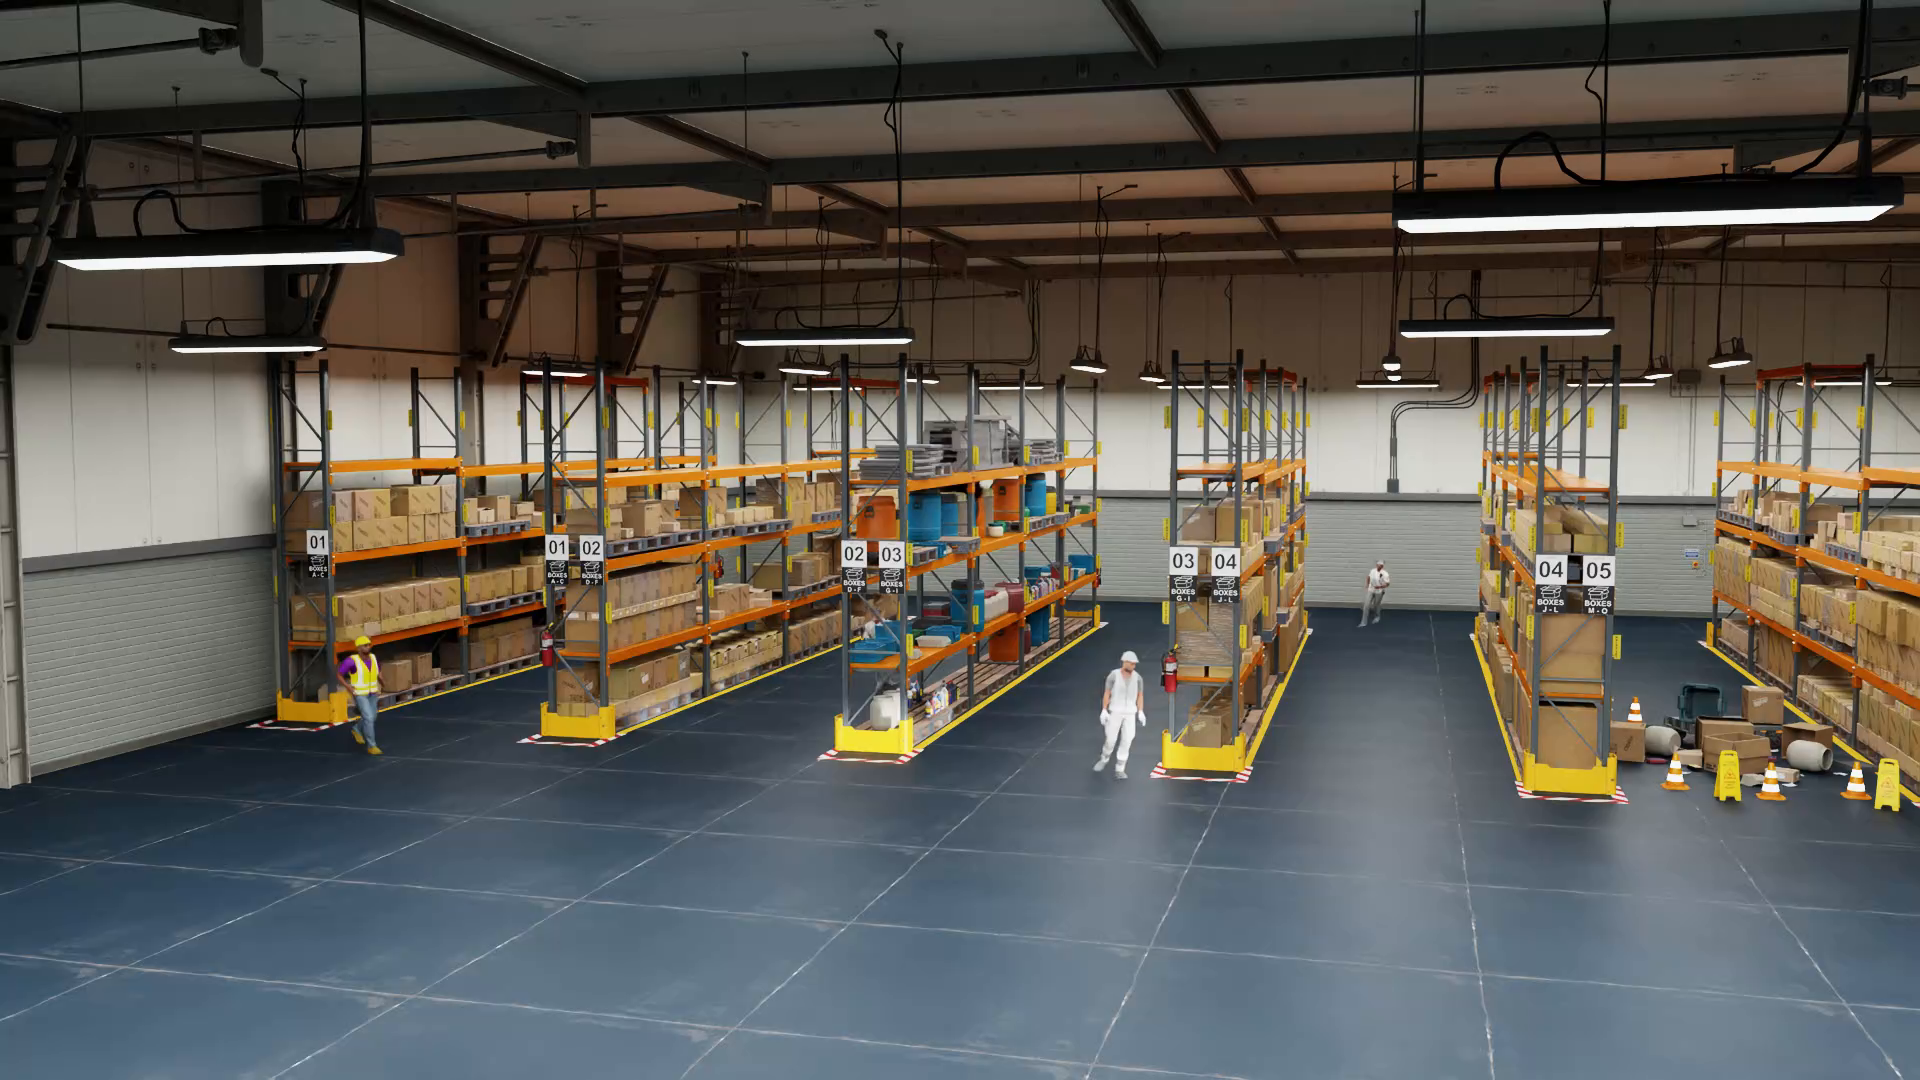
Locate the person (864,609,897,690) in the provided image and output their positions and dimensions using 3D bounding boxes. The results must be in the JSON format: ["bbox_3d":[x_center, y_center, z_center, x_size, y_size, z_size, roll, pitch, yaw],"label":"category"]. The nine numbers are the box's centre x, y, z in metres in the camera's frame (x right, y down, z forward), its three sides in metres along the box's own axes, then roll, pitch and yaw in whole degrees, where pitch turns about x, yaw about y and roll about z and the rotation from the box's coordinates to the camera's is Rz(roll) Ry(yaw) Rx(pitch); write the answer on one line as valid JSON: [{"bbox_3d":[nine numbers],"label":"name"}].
[{"bbox_3d":[-1.478,2.015,30.982,0.635,1.532,0.825,0,4,-6],"label":"person"}]

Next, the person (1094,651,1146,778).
[{"bbox_3d":[2.238,2.429,23.275,0.692,1.778,0.512,-1,4,-11],"label":"person"}]

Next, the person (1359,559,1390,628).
[{"bbox_3d":[10.096,1.276,40.247,0.625,1.646,0.897,3,5,34],"label":"person"}]

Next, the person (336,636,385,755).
[{"bbox_3d":[-9.011,2.325,25.072,0.830,1.767,0.718,3,5,33],"label":"person"}]
